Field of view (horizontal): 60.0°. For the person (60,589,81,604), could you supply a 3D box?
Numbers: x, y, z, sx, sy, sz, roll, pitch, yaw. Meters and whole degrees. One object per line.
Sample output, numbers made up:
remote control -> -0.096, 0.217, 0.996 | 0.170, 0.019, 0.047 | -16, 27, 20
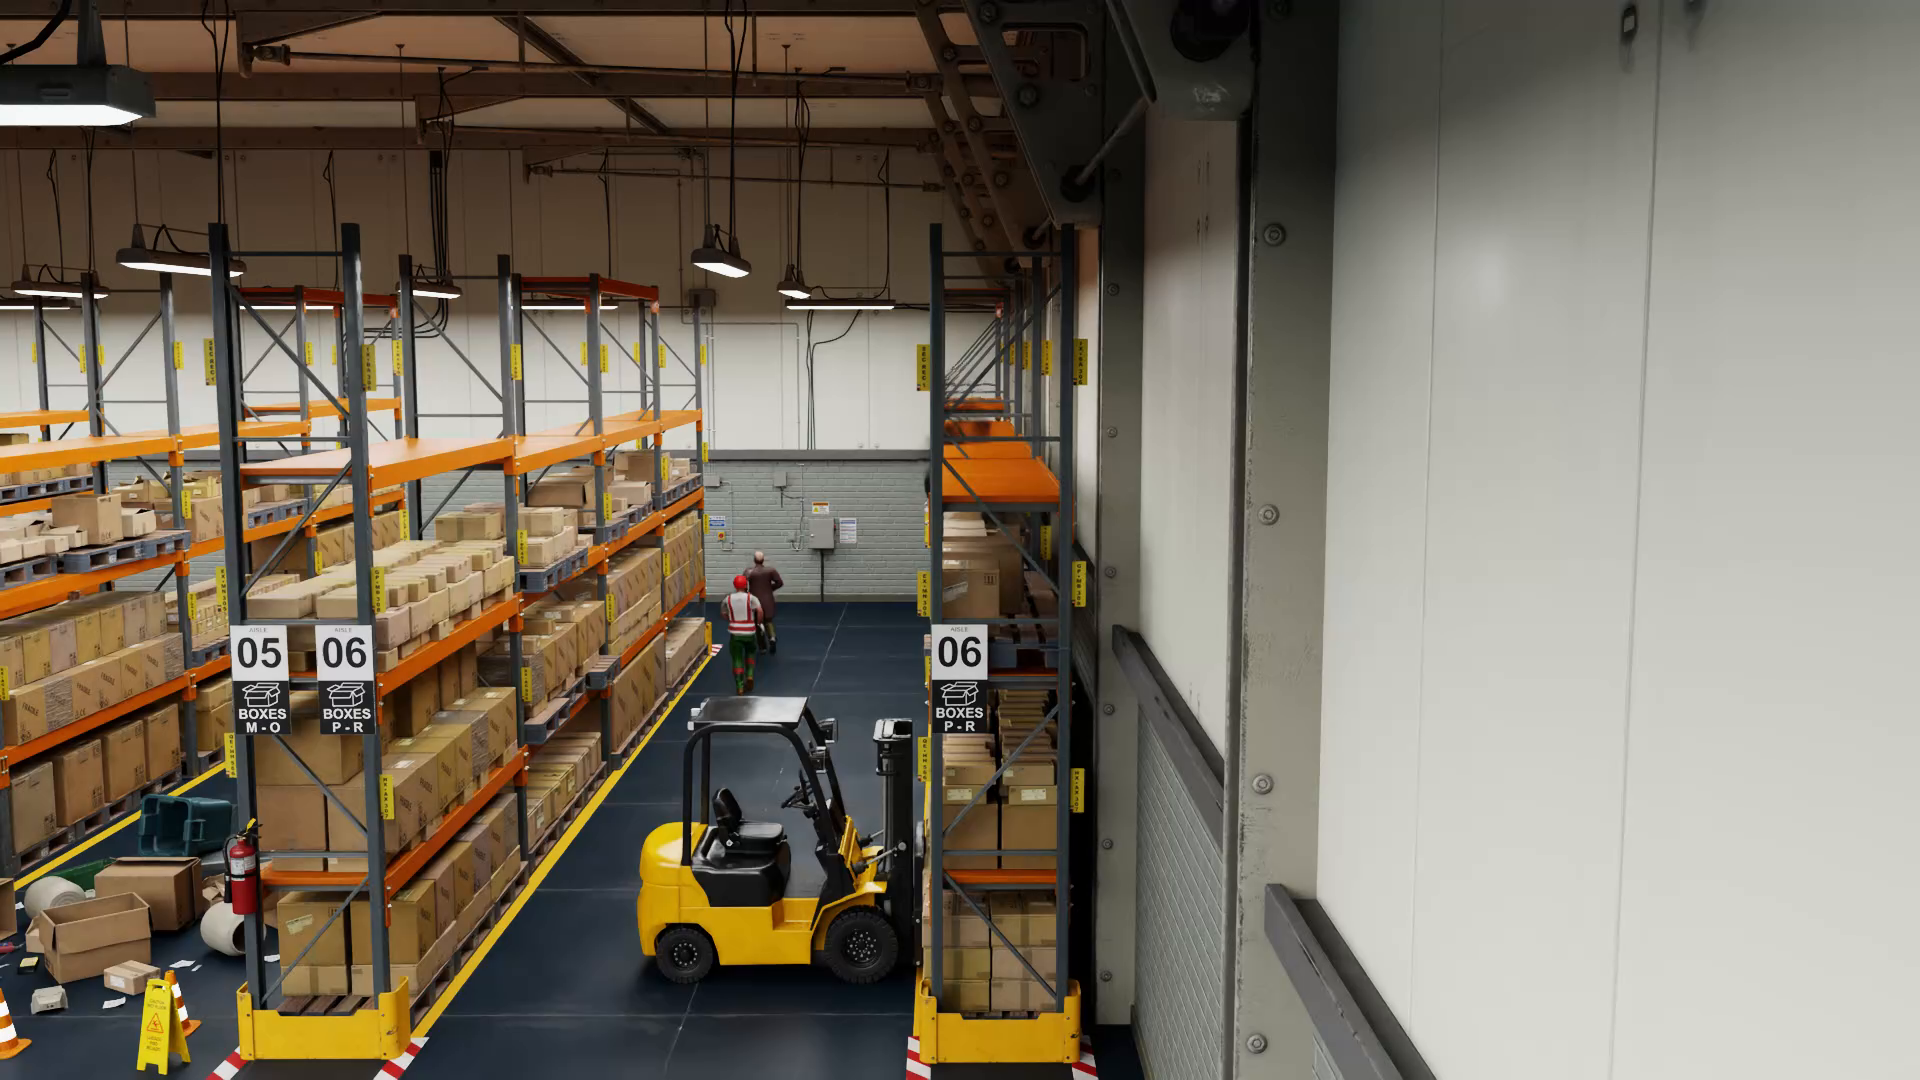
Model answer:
person -> -12.811, 1.490, 24.128 | 0.703, 1.759, 0.867 | -2, 7, -13

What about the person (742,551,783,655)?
person -> -3.316, 1.080, 27.637 | 0.762, 1.789, 0.954 | -2, 7, -18

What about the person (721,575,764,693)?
person -> -3.237, 1.390, 24.784 | 0.641, 1.773, 0.690 | -1, 7, -6
